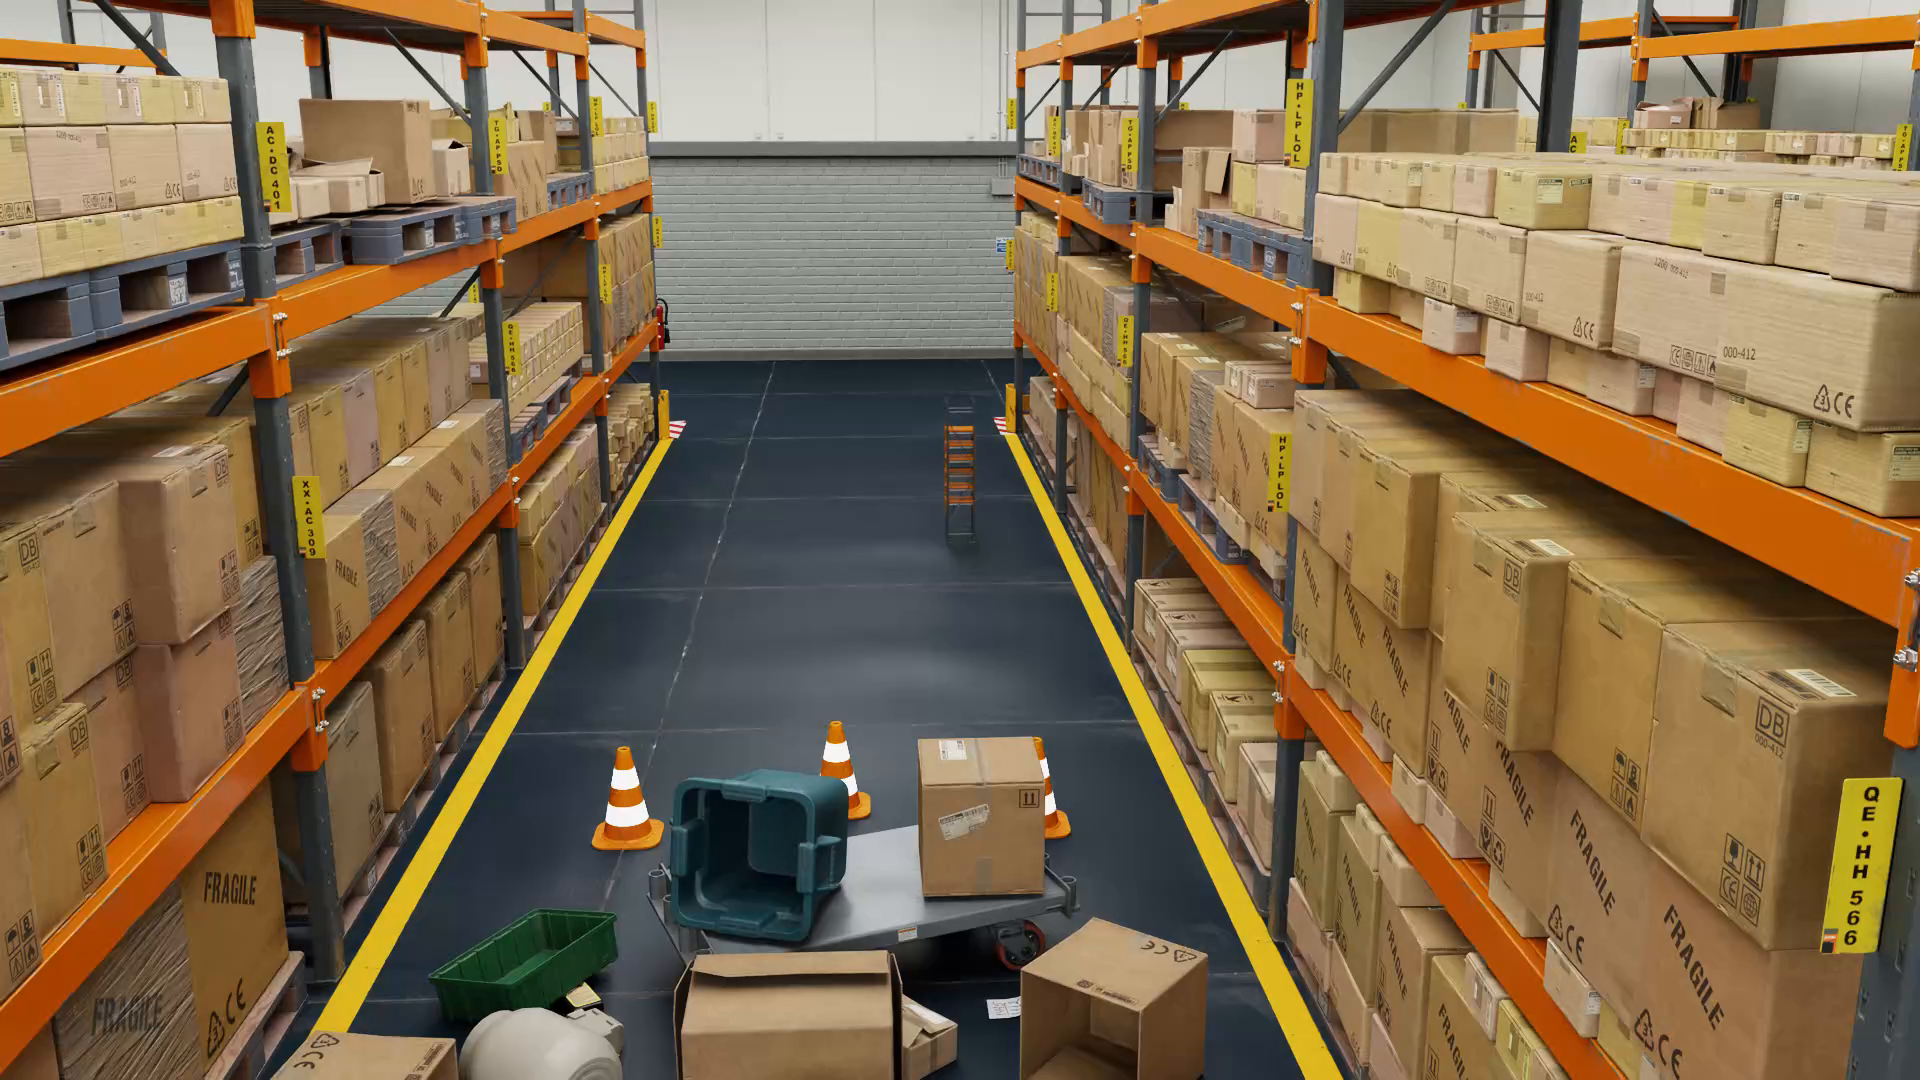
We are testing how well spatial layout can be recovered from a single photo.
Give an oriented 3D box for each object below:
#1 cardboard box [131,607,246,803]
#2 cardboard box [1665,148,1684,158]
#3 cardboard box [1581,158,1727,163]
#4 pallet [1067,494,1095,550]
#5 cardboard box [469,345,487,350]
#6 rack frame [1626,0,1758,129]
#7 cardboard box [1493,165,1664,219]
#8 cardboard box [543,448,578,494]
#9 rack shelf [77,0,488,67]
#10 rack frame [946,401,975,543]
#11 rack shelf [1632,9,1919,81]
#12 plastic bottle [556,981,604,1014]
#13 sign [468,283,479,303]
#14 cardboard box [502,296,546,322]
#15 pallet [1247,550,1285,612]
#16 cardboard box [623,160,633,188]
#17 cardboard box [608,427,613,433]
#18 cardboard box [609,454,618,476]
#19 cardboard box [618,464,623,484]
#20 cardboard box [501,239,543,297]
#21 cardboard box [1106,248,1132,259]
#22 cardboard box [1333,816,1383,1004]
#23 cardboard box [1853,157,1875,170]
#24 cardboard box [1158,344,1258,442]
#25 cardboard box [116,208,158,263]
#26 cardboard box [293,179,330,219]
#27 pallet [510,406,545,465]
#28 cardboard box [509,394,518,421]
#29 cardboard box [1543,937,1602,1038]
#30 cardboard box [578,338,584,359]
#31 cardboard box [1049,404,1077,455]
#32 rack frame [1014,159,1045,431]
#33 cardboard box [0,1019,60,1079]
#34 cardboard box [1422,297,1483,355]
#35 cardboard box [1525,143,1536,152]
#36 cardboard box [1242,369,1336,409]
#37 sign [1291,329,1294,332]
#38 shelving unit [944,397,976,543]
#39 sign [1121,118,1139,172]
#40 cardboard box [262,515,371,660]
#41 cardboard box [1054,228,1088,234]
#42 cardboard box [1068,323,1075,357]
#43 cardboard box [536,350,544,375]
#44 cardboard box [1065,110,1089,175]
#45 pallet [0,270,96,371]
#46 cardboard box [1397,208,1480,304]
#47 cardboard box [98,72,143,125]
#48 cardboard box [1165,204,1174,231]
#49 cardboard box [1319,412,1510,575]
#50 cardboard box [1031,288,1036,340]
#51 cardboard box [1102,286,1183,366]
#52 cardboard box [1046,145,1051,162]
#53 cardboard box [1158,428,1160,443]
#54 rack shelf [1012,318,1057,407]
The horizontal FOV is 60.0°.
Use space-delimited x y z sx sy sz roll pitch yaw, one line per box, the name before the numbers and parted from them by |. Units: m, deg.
cardboard box | -2.986 0.535 5.626 0.875 0.550 0.550 -1 14 -3
cardboard box | 5.962 -3.101 13.499 0.380 0.149 0.250 -1 14 -3
cardboard box | 2.261 -1.172 5.444 0.380 0.149 0.250 0 14 -2
pallet | 1.484 -0.170 14.265 1.003 0.211 1.213 -1 14 -3
cardboard box | -3.190 -1.231 11.258 0.380 0.149 0.250 -1 14 -4
rack frame | 6.315 -4.694 14.212 1.000 3.000 0.127 -1 14 -3
cardboard box | 1.730 -0.970 4.662 0.380 0.149 0.250 -1 14 -2
cardboard box | -3.209 -0.525 12.717 0.500 0.250 0.500 -2 15 -6
rack shelf | -3.201 -2.481 7.856 1.077 0.370 4.000 -1 14 -3
rack frame | 0.007 -0.555 13.774 0.240 1.200 0.006 -1 14 -3
rack shelf | 6.439 -3.655 12.419 1.077 0.370 4.000 -1 14 -3
plastic bottle | -1.554 1.848 6.721 0.133 0.061 0.283 -9 17 -32
sign | -4.114 -2.019 14.116 0.100 0.325 0.005 -1 14 -3
cardboard box | -3.885 -1.918 14.665 0.500 0.500 0.500 -1 14 -3
pallet | 1.955 0.179 7.697 1.003 0.211 1.213 -1 14 -3
cardboard box | -3.420 -3.493 15.866 0.500 0.250 0.500 0 14 -1
cardboard box | -3.410 -0.941 15.349 0.380 0.149 0.250 -1 14 -4
cardboard box | -3.276 -0.672 14.899 0.380 0.149 0.250 0 14 -1
cardboard box | -3.291 -0.594 15.195 0.380 0.149 0.250 0 14 -2
cardboard box | -3.872 -2.399 14.528 0.500 0.500 0.500 -1 14 -5
cardboard box | 1.574 -2.366 14.996 0.500 0.500 0.500 -1 14 -3
cardboard box | 1.669 1.327 6.019 0.500 0.500 0.500 0 14 -1
cardboard box | 6.304 -2.517 11.269 0.380 0.149 0.250 -1 14 -5
cardboard box | 1.446 -0.868 9.738 0.500 0.500 0.500 0 14 -1
cardboard box | -2.686 -0.927 5.051 0.380 0.149 0.250 -1 14 -3
cardboard box | -2.894 -1.465 7.141 0.250 0.149 0.380 -1 14 -3
pallet | -3.475 -0.698 11.104 1.213 0.211 1.003 -1 14 -3
cardboard box | -3.168 -0.878 11.080 0.380 0.149 0.250 0 14 -1
cardboard box | 1.701 1.116 4.174 0.380 0.149 0.250 -1 14 -2
cardboard box | -3.351 -1.596 13.871 0.380 0.149 0.250 -1 14 -5
cardboard box | 1.374 -1.054 16.404 0.875 0.438 0.875 -1 14 -5
rack frame | 1.114 -2.706 18.525 1.000 3.000 0.127 -1 14 -3
cardboard box | -2.994 1.814 4.379 0.875 0.875 0.875 -1 14 -4
cardboard box | 1.624 -0.650 5.016 0.380 0.149 0.250 -1 14 -5
cardboard box | 5.949 -3.812 16.505 0.500 0.250 0.500 -1 14 -4
cardboard box | 1.547 -0.714 7.841 0.380 0.149 0.250 -1 14 -5
sign | 2.150 -1.250 10.699 0.100 0.325 0.005 -1 14 -3
shelving unit | 0.001 -0.577 13.863 0.258 1.200 0.189 -1 14 -3
sign | 1.055 -2.452 10.319 0.100 0.325 0.005 -1 14 -3
cardboard box | -2.841 0.196 7.043 0.500 0.500 0.500 -1 14 -3
cardboard box | 1.077 -2.822 15.466 0.380 0.149 0.250 -1 14 -4
cardboard box | 1.168 -1.638 13.670 0.500 0.250 0.500 -1 14 -3
cardboard box | -3.236 -1.284 12.063 0.380 0.149 0.250 -1 14 -4
cardboard box | 1.127 -3.192 13.351 0.500 0.500 0.500 -1 14 -4
pallet | -2.964 -0.524 4.200 1.003 0.211 1.213 -1 14 -3
cardboard box | 1.670 -0.879 5.109 0.500 0.250 0.500 -1 14 -3
cardboard box | -2.691 -1.316 4.961 0.380 0.149 0.250 -1 14 -2
cardboard box | 1.459 -1.967 10.135 0.380 0.149 0.250 -1 14 -3
cardboard box | 1.678 -0.158 5.818 0.700 0.500 0.500 -1 14 -3
cardboard box | 0.977 -2.254 16.568 0.500 0.500 0.500 0 14 -2
cardboard box | 1.276 -1.501 11.635 0.500 0.500 0.500 -1 14 -2
cardboard box | 0.986 -3.514 15.105 0.380 0.149 0.250 -1 14 -2
cardboard box | 1.428 -0.644 10.171 0.380 0.149 0.250 -2 15 -7
rack shelf | 1.238 -1.861 16.681 1.077 0.370 4.000 -1 14 -3
